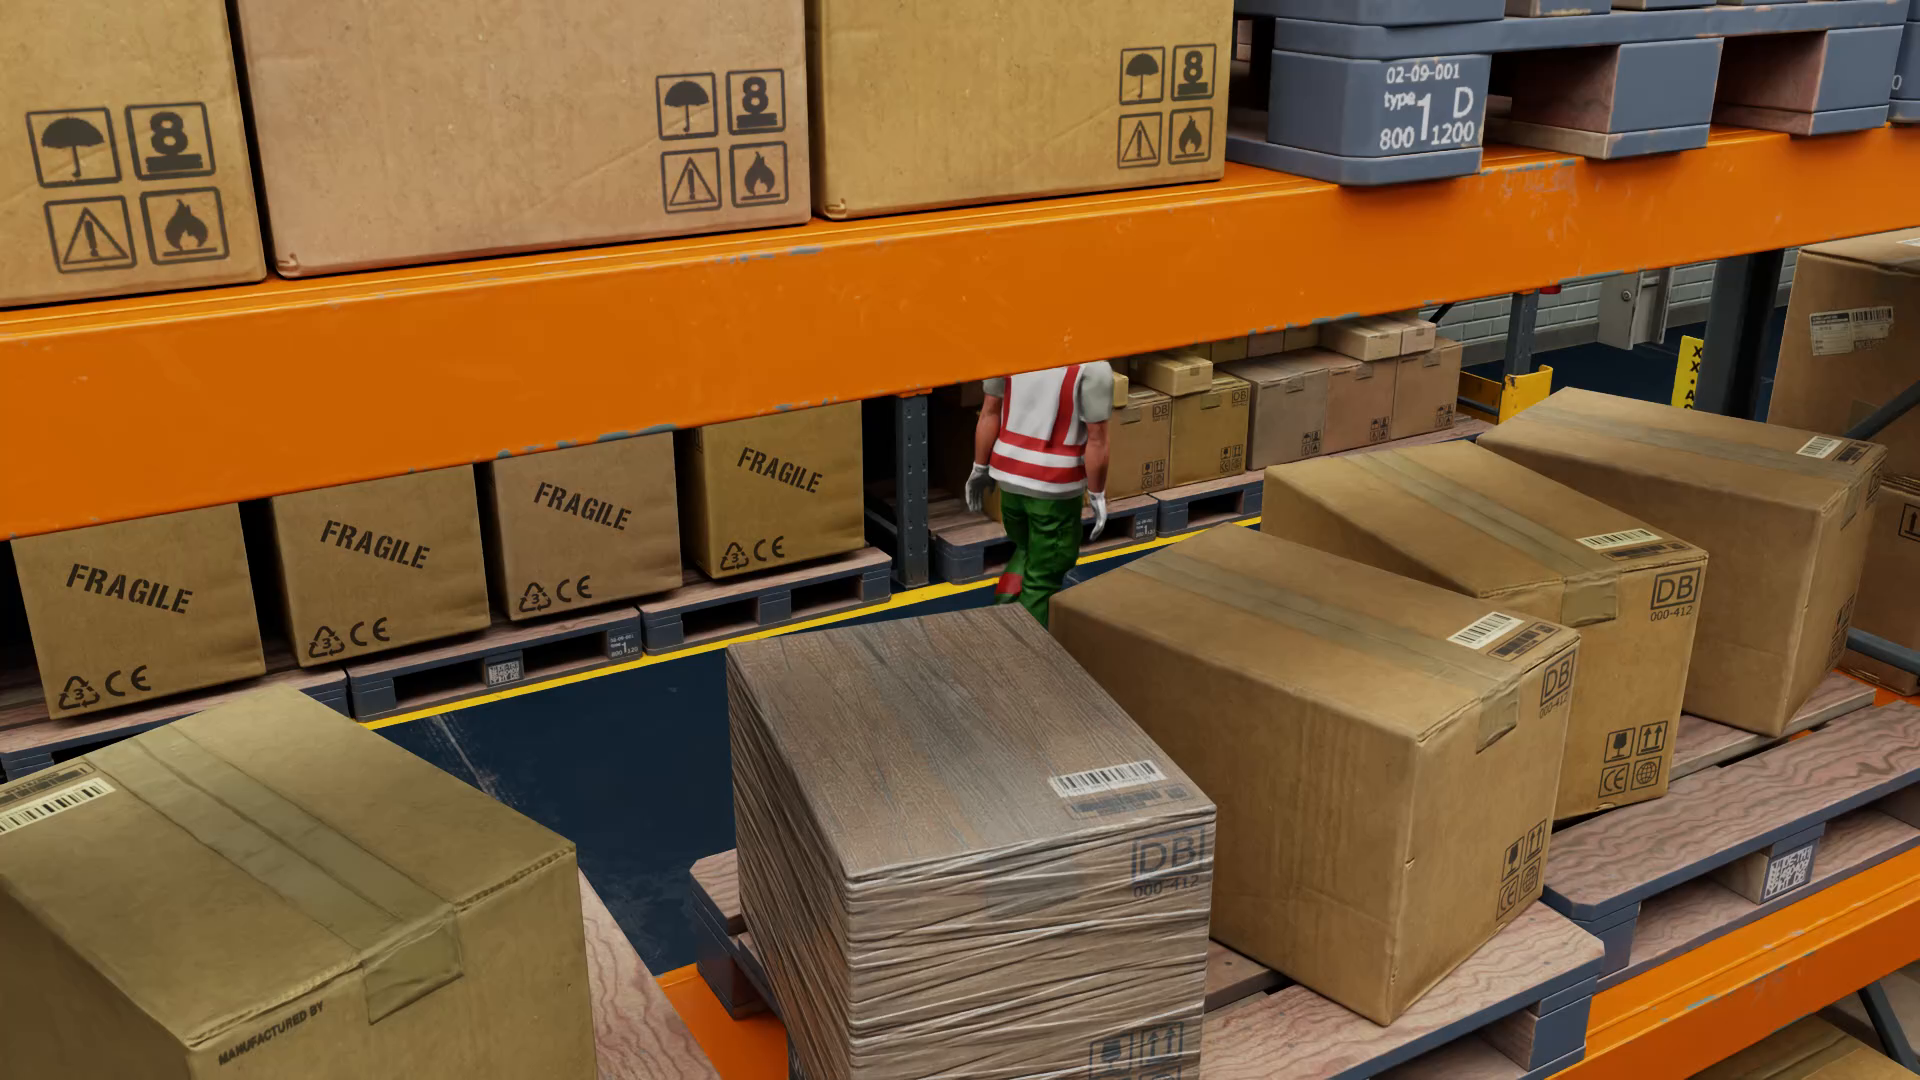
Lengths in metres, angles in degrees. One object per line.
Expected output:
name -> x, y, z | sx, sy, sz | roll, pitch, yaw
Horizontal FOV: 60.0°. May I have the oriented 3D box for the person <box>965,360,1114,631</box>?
person -> 0.329, -0.216, 6.556 | 0.582, 1.773, 0.467 | 15, 26, 34
